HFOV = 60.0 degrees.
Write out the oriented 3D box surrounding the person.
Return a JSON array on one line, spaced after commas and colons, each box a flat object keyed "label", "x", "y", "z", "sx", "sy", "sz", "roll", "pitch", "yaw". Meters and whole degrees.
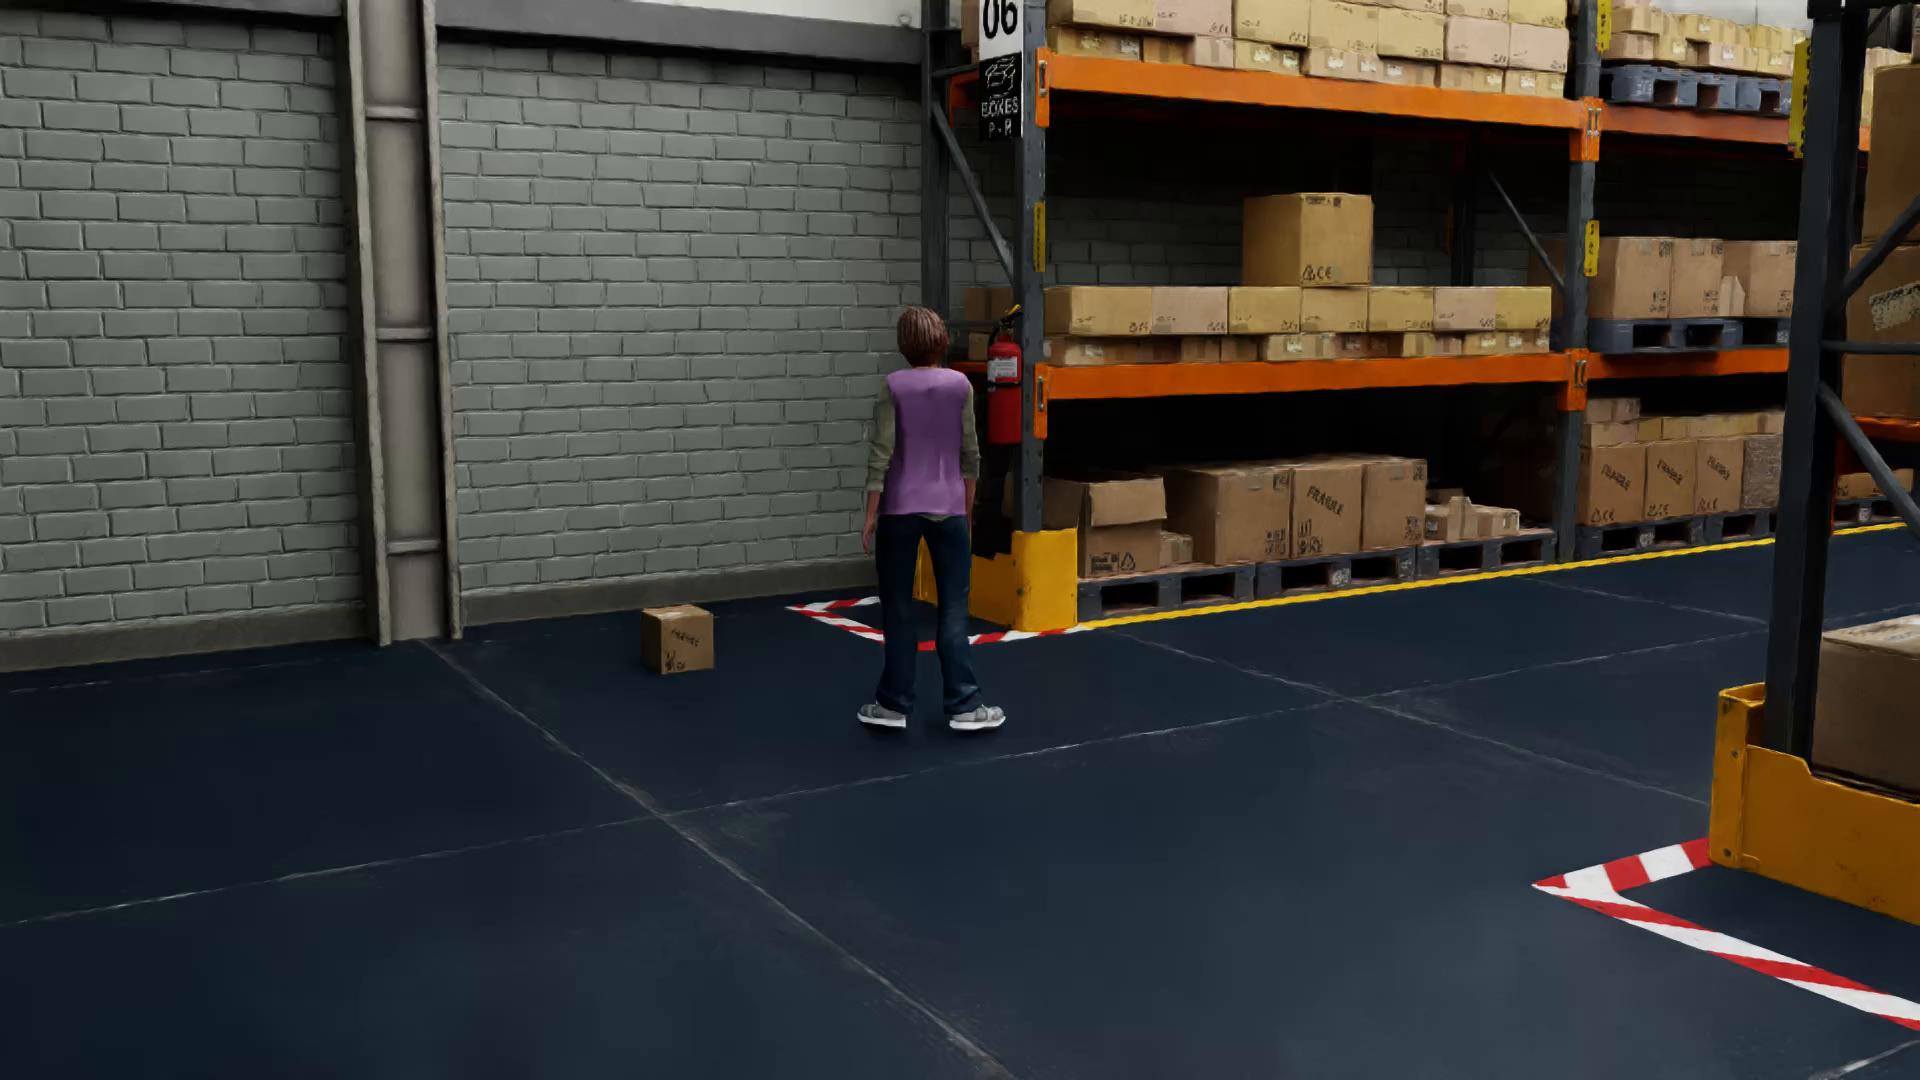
[{"label": "person", "x": -0.104, "y": -0.072, "z": 6.271, "sx": 0.551, "sy": 1.604, "sz": 0.370, "roll": -2, "pitch": 9, "yaw": -10}]
